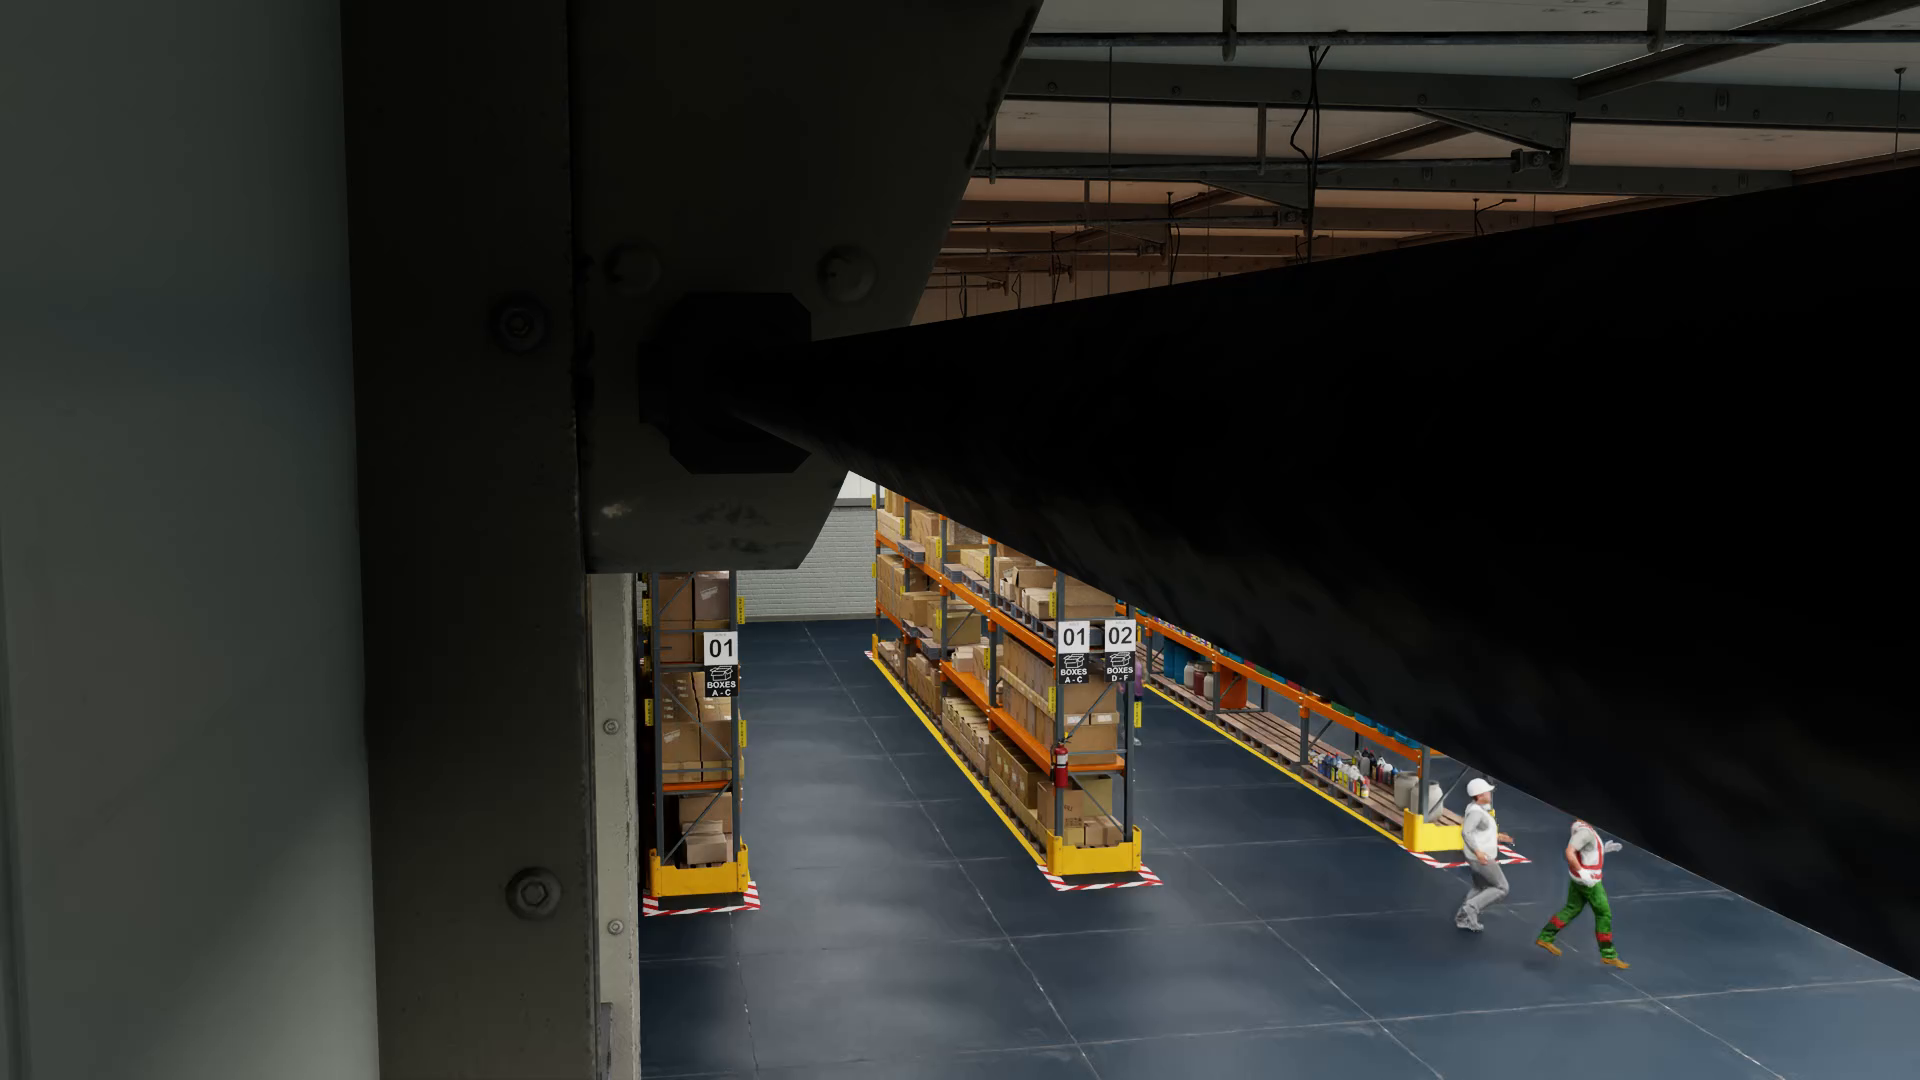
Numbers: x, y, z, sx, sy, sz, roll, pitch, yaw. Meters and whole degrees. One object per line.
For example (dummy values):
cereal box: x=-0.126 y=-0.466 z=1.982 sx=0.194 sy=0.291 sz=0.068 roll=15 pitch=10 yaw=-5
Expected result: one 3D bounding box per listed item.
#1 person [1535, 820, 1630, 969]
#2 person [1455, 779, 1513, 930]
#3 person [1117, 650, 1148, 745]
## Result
person: x=6.619 y=3.609 z=17.603 sx=0.940 sy=1.805 sz=0.656 roll=1 pitch=6 yaw=7
person: x=5.902 y=3.545 z=18.690 sx=0.604 sy=1.734 sz=0.646 roll=1 pitch=6 yaw=11
person: x=2.921 y=2.629 z=28.210 sx=0.543 sy=1.575 sz=0.878 roll=-2 pitch=6 yaw=-15
